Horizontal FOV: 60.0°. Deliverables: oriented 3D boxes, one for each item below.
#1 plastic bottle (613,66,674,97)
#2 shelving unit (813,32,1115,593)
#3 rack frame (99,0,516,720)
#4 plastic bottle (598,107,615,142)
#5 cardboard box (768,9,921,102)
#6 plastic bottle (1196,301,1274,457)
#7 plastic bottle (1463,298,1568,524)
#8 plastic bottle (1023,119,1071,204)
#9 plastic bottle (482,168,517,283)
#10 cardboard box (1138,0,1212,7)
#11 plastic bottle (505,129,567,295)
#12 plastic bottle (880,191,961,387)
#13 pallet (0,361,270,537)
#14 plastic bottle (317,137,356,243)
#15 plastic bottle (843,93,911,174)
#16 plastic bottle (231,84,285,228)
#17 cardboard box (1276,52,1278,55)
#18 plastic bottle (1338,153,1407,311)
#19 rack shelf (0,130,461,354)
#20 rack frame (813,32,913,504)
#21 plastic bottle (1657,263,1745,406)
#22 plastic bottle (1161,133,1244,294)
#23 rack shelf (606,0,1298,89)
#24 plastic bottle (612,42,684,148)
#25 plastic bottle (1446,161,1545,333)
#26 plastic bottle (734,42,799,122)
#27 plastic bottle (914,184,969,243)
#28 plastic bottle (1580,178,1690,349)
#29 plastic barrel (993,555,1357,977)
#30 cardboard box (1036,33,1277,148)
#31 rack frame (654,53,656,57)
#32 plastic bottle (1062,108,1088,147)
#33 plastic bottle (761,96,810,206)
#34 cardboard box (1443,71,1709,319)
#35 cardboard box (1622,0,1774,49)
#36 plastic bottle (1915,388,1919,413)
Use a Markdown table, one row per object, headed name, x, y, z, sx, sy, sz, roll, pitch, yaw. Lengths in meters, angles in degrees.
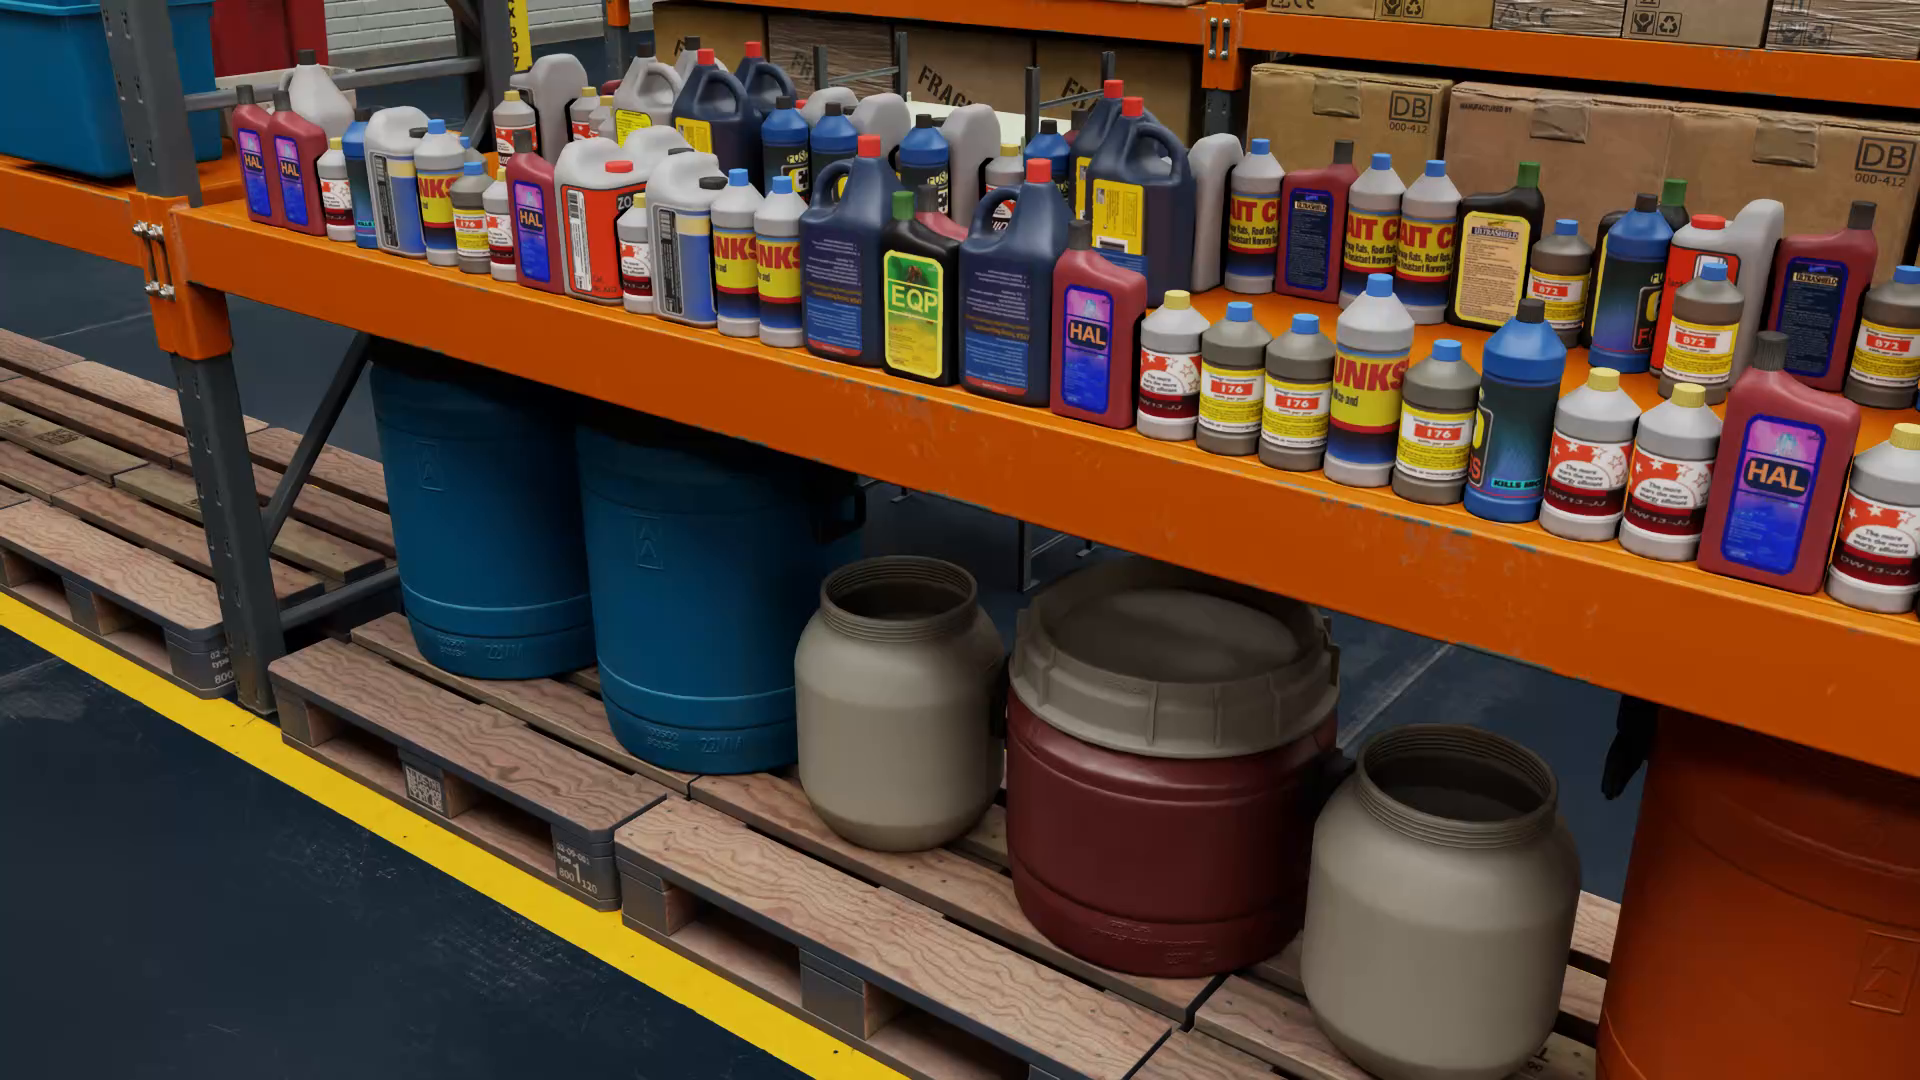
| name | x | y | z | sx | sy | sz | roll | pitch | yaw |
| --- | --- | --- | --- | --- | --- | --- | --- | --- | --- |
| plastic bottle | -0.707 | -0.957 | 3.856 | 0.135 | 0.276 | 0.152 | 17 | 29 | 33 |
| shelving unit | 0.005 | -0.685 | 4.944 | 0.755 | 1.500 | 0.431 | 17 | 29 | 33 |
| rack frame | -1.509 | -1.093 | 4.011 | 0.127 | 3.000 | 1.000 | 17 | 29 | 33 |
| plastic bottle | -0.767 | -0.878 | 3.769 | 0.097 | 0.201 | 0.097 | 0 | 24 | 0 |
| cardboard box | -0.451 | -2.529 | 9.385 | 0.875 | 0.875 | 0.875 | 17 | 29 | 33 |
| plastic bottle | 0.379 | -0.226 | 2.289 | 0.097 | 0.201 | 0.097 | 0 | 24 | 0 |
| plastic bottle | 0.690 | -0.164 | 2.061 | 0.097 | 0.271 | 0.097 | 0 | 24 | 0 |
| plastic bottle | 0.169 | -0.673 | 3.217 | 0.097 | 0.271 | 0.097 | 0 | 24 | 0 |
| plastic bottle | -0.842 | -0.595 | 3.126 | 0.097 | 0.201 | 0.097 | 0 | 24 | 0 |
| cardboard box | 1.021 | -2.544 | 7.616 | 0.250 | 0.149 | 0.380 | 17 | 29 | 34 |
| plastic bottle | -0.761 | -0.599 | 3.033 | 0.133 | 0.283 | 0.061 | 17 | 29 | 33 |
| plastic bottle | -0.057 | -0.386 | 2.550 | 0.133 | 0.283 | 0.061 | 17 | 29 | 33 |
| pallet | -3.101 | -0.277 | 5.617 | 1.213 | 0.211 | 1.003 | 17 | 29 | 33 |
| plastic bottle | -1.261 | -0.722 | 3.414 | 0.097 | 0.201 | 0.097 | 0 | 24 | 0 |
| plastic bottle | -0.196 | -0.803 | 3.505 | 0.135 | 0.276 | 0.152 | 17 | 29 | 33 |
| plastic bottle | -1.471 | -0.813 | 3.521 | 0.133 | 0.283 | 0.061 | 17 | 29 | 33 |
| cardboard box | 2.425 | -3.803 | 12.807 | 0.250 | 0.149 | 0.380 | 15 | 28 | 31 |
| plastic bottle | 0.724 | -0.536 | 2.906 | 0.097 | 0.271 | 0.097 | 0 | 24 | 0 |
| rack shelf | -3.109 | -1.248 | 5.253 | 4.000 | 0.370 | 1.077 | 17 | 29 | 33 |
| rack frame | -0.288 | -0.773 | 5.145 | 0.023 | 1.500 | 0.400 | 17 | 29 | 33 |
| plastic bottle | 1.109 | -0.311 | 2.482 | 0.097 | 0.201 | 0.097 | 0 | 24 | 0 |
| plastic bottle | 0.430 | -0.613 | 3.076 | 0.135 | 0.276 | 0.152 | 17 | 29 | 33 |
| rack shelf | -0.139 | -2.846 | 8.880 | 4.000 | 0.370 | 1.077 | 17 | 29 | 33 |
| plastic bottle | -0.664 | -0.907 | 3.650 | 0.185 | 0.351 | 0.144 | 17 | 29 | 33 |
| plastic bottle | 0.905 | -0.496 | 2.801 | 0.133 | 0.283 | 0.061 | 17 | 29 | 33 |
| plastic bottle | -0.429 | -0.909 | 3.654 | 0.185 | 0.351 | 0.144 | 17 | 29 | 33 |
| plastic bottle | -0.020 | -0.406 | 2.595 | 0.133 | 0.283 | 0.061 | 17 | 29 | 33 |
| plastic bottle | 1.089 | -0.440 | 2.674 | 0.133 | 0.283 | 0.061 | 17 | 29 | 33 |
| plastic barrel | 0.386 | 0.400 | 3.093 | 0.708 | 0.588 | 0.600 | 17 | 29 | 33 |
| cardboard box | 0.981 | -2.096 | 8.402 | 0.875 | 0.875 | 0.875 | 17 | 29 | 33 |
| rack frame | -1.737 | -3.659 | 9.835 | 0.053 | 2.616 | 0.949 | 17 | 29 | 33 |
| plastic bottle | 0.202 | -0.709 | 3.283 | 0.133 | 0.283 | 0.061 | 17 | 29 | 33 |
| plastic bottle | -0.364 | -0.788 | 3.478 | 0.097 | 0.271 | 0.097 | 0 | 24 | 0 |
| cardboard box | 2.701 | -1.547 | 7.155 | 0.875 | 0.875 | 1.225 | 16 | 28 | 32 |
| cardboard box | 2.899 | -2.179 | 6.352 | 0.500 | 0.500 | 0.500 | 17 | 29 | 34 |
| plastic bottle | 1.463 | -0.313 | 2.399 | 0.097 | 0.271 | 0.097 | 0 | 24 | 0 |
